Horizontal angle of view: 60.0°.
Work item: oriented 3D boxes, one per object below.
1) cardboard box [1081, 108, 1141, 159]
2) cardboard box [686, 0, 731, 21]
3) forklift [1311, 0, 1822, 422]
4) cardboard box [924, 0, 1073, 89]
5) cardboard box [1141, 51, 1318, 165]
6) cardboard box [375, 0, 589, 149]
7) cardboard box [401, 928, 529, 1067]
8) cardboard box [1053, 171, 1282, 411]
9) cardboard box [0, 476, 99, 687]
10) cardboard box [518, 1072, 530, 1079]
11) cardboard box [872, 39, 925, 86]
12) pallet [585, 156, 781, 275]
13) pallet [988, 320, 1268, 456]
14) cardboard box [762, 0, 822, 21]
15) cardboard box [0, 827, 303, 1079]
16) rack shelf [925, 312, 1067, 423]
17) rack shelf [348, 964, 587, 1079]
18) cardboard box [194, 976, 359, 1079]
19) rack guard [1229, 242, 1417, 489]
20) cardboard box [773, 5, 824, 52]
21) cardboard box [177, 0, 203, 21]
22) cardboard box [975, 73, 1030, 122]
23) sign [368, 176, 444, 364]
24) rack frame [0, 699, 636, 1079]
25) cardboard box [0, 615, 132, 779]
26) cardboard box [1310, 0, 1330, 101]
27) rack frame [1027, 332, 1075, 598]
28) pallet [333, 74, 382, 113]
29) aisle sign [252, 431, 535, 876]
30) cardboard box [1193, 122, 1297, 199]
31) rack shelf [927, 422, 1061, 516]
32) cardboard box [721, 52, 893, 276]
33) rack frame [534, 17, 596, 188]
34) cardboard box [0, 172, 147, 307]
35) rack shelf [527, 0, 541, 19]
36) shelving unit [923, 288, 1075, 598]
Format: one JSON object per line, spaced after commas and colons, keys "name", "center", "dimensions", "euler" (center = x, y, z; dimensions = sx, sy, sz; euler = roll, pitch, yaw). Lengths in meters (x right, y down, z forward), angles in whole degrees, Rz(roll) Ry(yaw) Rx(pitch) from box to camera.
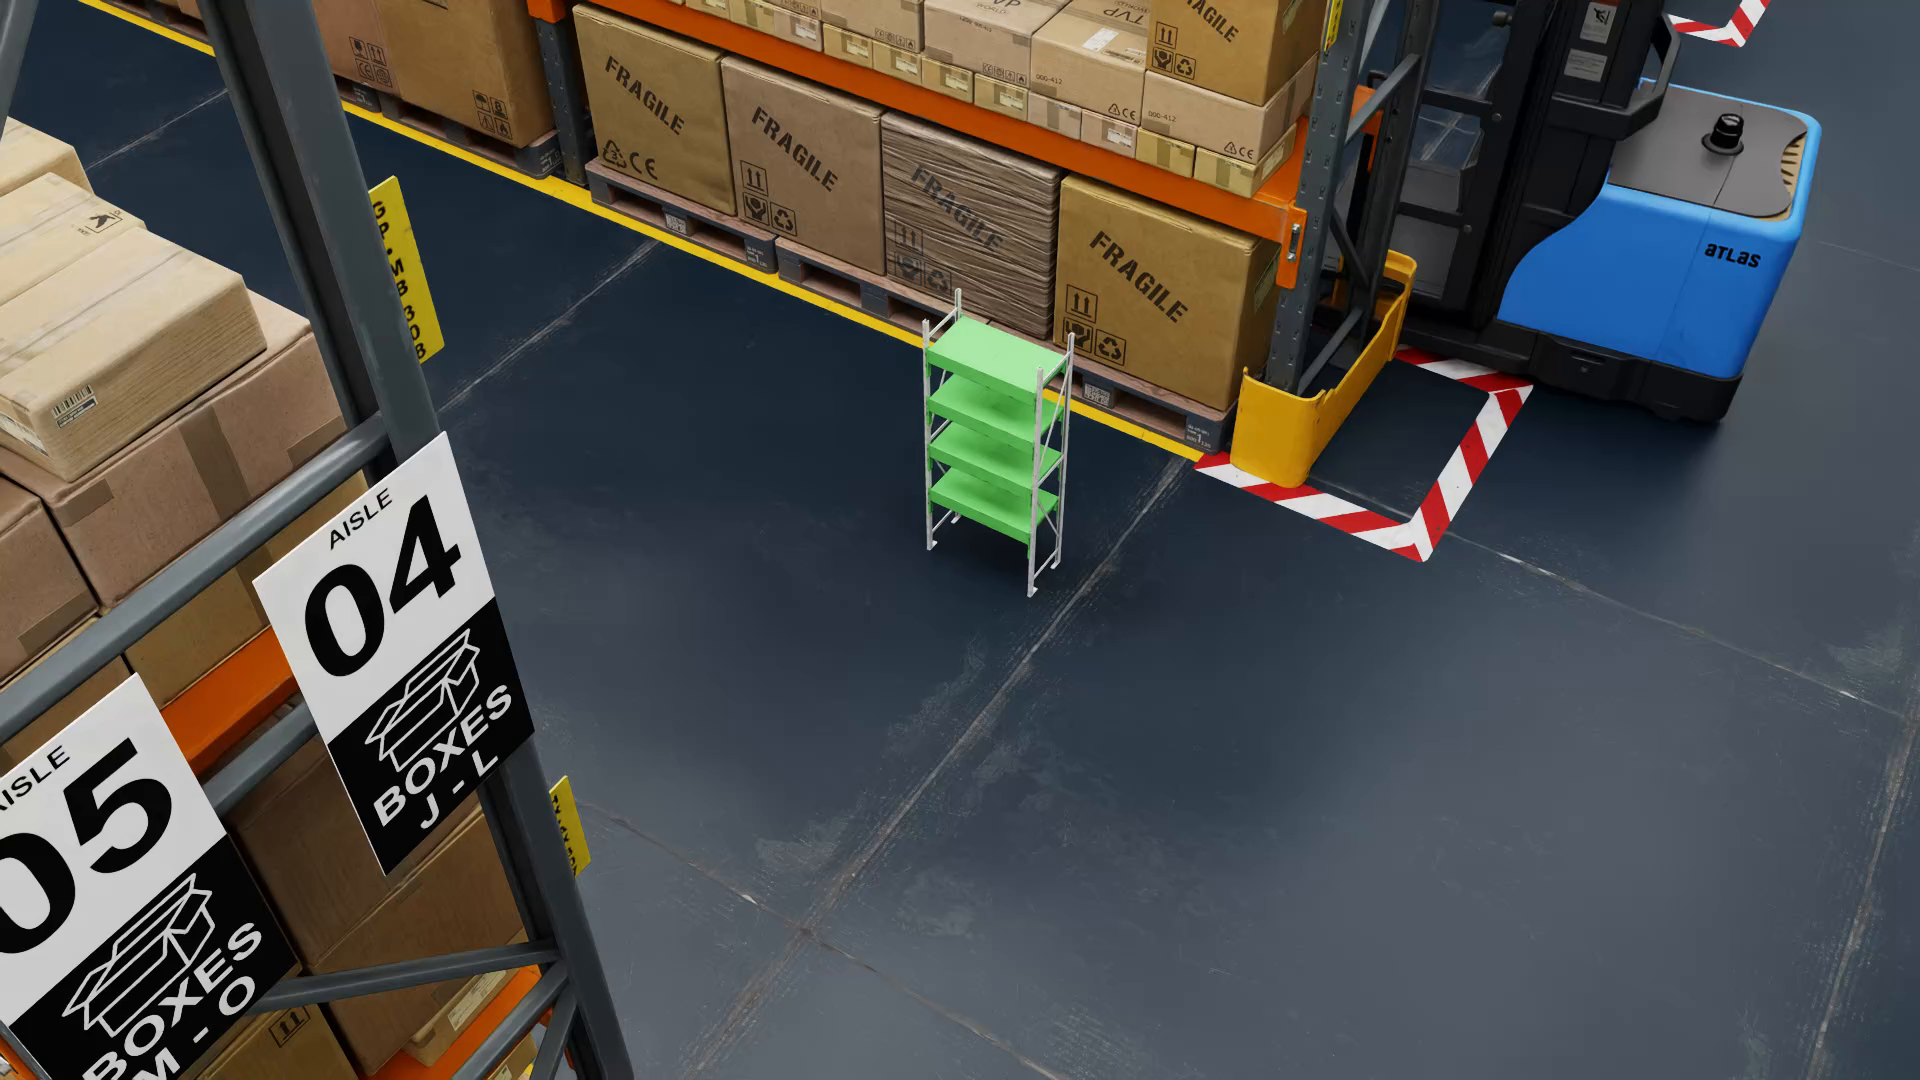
{"name": "cardboard box", "center": [0.691, -1.728, 6.735], "dimensions": [0.250, 0.149, 0.380], "euler": [25, 51, 22]}
{"name": "cardboard box", "center": [-1.032, -2.520, 7.504], "dimensions": [0.250, 0.149, 0.380], "euler": [23, 50, 21]}
{"name": "forklift", "center": [2.230, -2.274, 7.138], "dimensions": [3.031, 2.935, 1.130], "euler": [19, 49, 17]}
{"name": "cardboard box", "center": [0.194, -2.151, 6.868], "dimensions": [0.500, 0.250, 0.500], "euler": [23, 50, 21]}
{"name": "cardboard box", "center": [1.049, -1.757, 6.485], "dimensions": [0.500, 0.250, 0.500], "euler": [24, 50, 22]}
{"name": "cardboard box", "center": [-2.316, -2.869, 8.857], "dimensions": [0.875, 0.875, 1.225], "euler": [25, 51, 22]}
{"name": "cardboard box", "center": [-1.258, 1.041, 4.044], "dimensions": [0.250, 0.149, 0.380], "euler": [24, 51, 22]}
{"name": "cardboard box", "center": [1.019, -1.284, 7.317], "dimensions": [0.875, 0.875, 0.875], "euler": [25, 51, 22]}
{"name": "cardboard box", "center": [-1.687, 0.085, 2.463], "dimensions": [0.500, 0.250, 0.500], "euler": [23, 50, 21]}
{"name": "cardboard box", "center": [-1.431, 1.728, 4.896], "dimensions": [0.250, 0.149, 0.380], "euler": [26, 51, 23]}
{"name": "cardboard box", "center": [-0.164, -2.122, 7.118], "dimensions": [0.250, 0.149, 0.380], "euler": [26, 51, 23]}
{"name": "pallet", "center": [-1.169, -1.914, 8.684], "dimensions": [1.213, 0.211, 1.003], "euler": [25, 51, 22]}
{"name": "pallet", "center": [0.885, -0.969, 7.766], "dimensions": [1.213, 0.211, 1.003], "euler": [25, 51, 22]}
{"name": "cardboard box", "center": [-0.657, -2.546, 7.251], "dimensions": [0.500, 0.250, 0.500], "euler": [26, 51, 23]}
{"name": "cardboard box", "center": [-1.682, 0.763, 3.165], "dimensions": [0.500, 0.500, 0.500], "euler": [24, 50, 21]}
{"name": "rack shelf", "center": [0.139, -0.644, 6.181], "dimensions": [0.480, 0.148, 0.258], "euler": [25, 51, 22]}
{"name": "rack shelf", "center": [-2.846, 0.753, 4.650], "dimensions": [4.000, 0.370, 1.077], "euler": [25, 51, 22]}
{"name": "cardboard box", "center": [-1.680, 1.119, 3.515], "dimensions": [0.500, 0.500, 0.500], "euler": [26, 51, 23]}
{"name": "rack guard", "center": [1.621, -0.798, 7.399], "dimensions": [0.348, 0.500, 1.175], "euler": [25, 51, 22]}
{"name": "cardboard box", "center": [-0.606, -2.323, 7.313], "dimensions": [0.250, 0.149, 0.380], "euler": [25, 51, 23]}
{"name": "cardboard box", "center": [-3.818, -3.552, 9.521], "dimensions": [0.875, 0.875, 1.225], "euler": [25, 51, 22]}
{"name": "cardboard box", "center": [0.262, -1.925, 6.926], "dimensions": [0.250, 0.149, 0.380], "euler": [24, 50, 21]}
{"name": "sign", "center": [-0.870, -0.401, 2.569], "dimensions": [0.005, 0.325, 0.100], "euler": [25, 51, 22]}
{"name": "rack frame", "center": [-1.162, 1.277, 3.640], "dimensions": [0.127, 3.000, 1.000], "euler": [25, 51, 22]}
{"name": "cardboard box", "center": [-1.688, 0.267, 2.634], "dimensions": [0.500, 0.250, 0.500], "euler": [24, 50, 21]}
{"name": "cardboard box", "center": [1.342, -2.079, 6.797], "dimensions": [0.500, 0.250, 0.500], "euler": [23, 50, 21]}
{"name": "rack frame", "center": [0.345, -0.260, 6.387], "dimensions": [0.015, 1.200, 0.240], "euler": [25, 51, 22]}
{"name": "pallet", "center": [-3.488, -2.980, 9.721], "dimensions": [1.213, 0.211, 1.003], "euler": [25, 51, 22]}
{"name": "aisle sign", "center": [-0.939, 0.218, 2.856], "dimensions": [0.004, 0.787, 0.394], "euler": [25, 51, 22]}
{"name": "cardboard box", "center": [1.123, -1.530, 6.542], "dimensions": [0.250, 0.149, 0.380], "euler": [26, 51, 23]}
{"name": "rack shelf", "center": [0.139, -0.310, 6.525], "dimensions": [0.480, 0.148, 0.258], "euler": [25, 51, 22]}
{"name": "cardboard box", "center": [-0.497, -1.981, 7.994], "dimensions": [0.875, 0.875, 0.875], "euler": [25, 51, 22]}
{"name": "rack frame", "center": [-1.767, -3.227, 8.016], "dimensions": [0.127, 3.000, 1.000], "euler": [25, 51, 22]}
{"name": "cardboard box", "center": [-1.517, -0.402, 2.657], "dimensions": [0.250, 0.149, 0.380], "euler": [27, 51, 24]}
{"name": "rack shelf", "center": [-3.450, -3.751, 9.027], "dimensions": [4.000, 0.370, 1.077], "euler": [25, 51, 22]}
{"name": "shelving unit", "center": [0.139, -0.354, 6.479], "dimensions": [0.503, 1.200, 0.258], "euler": [25, 51, 22]}
